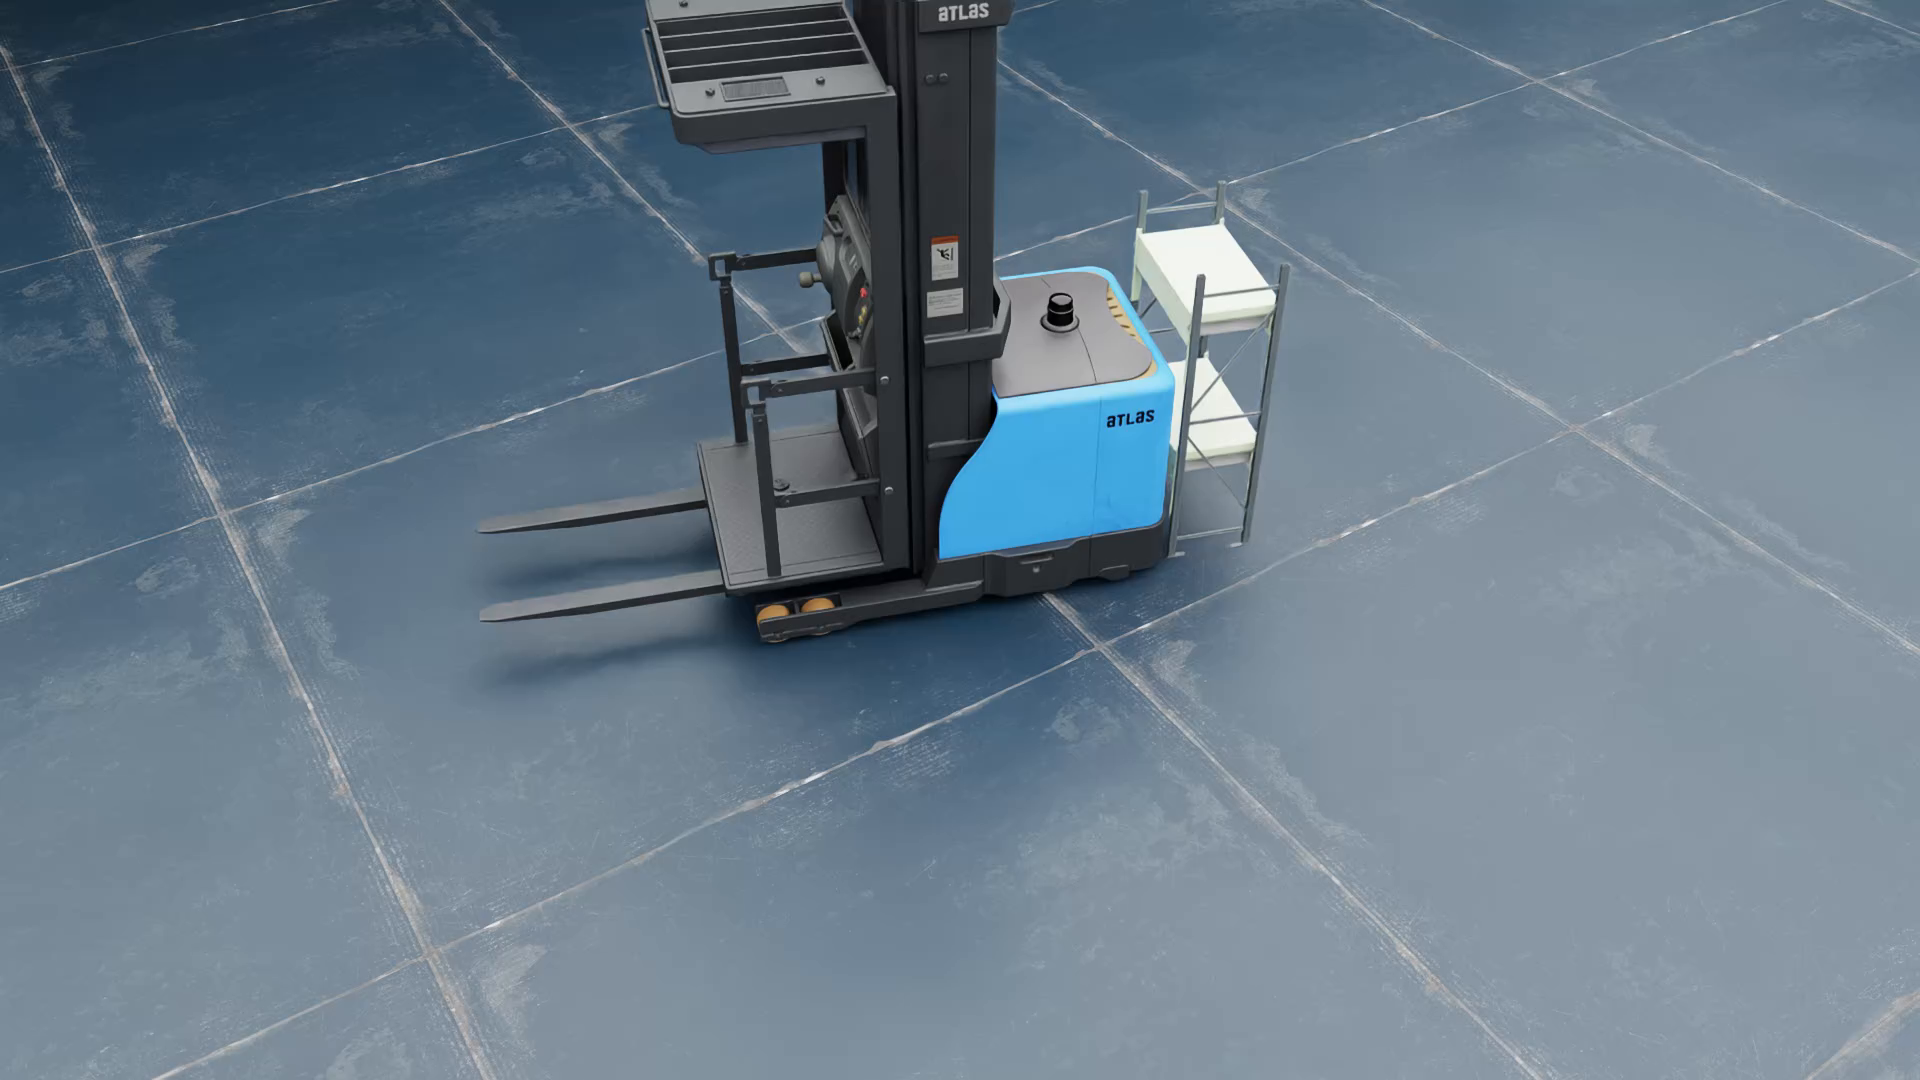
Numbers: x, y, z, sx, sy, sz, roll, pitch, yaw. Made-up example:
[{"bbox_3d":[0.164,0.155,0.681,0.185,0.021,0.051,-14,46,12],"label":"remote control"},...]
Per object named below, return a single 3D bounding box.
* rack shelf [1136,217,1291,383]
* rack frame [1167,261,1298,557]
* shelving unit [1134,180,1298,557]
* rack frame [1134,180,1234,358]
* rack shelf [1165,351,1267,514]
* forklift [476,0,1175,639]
[{"bbox_3d":[1.097,-1.063,7.297,0.431,0.370,0.720,-8,40,-12],"label":"rack shelf"},{"bbox_3d":[1.175,-0.535,7.272,0.400,1.500,0.023,-8,40,-12],"label":"rack frame"},{"bbox_3d":[1.087,-0.762,7.545,0.431,1.500,0.755,-8,40,-12],"label":"shelving unit"},{"bbox_3d":[0.999,-0.990,7.818,0.400,1.500,0.023,-8,40,-12],"label":"rack frame"},{"bbox_3d":[1.079,-0.511,7.752,0.431,0.370,0.720,-8,40,-12],"label":"rack shelf"},{"bbox_3d":[-0.654,-1.063,6.796,3.031,2.935,1.130,-8,40,-9],"label":"forklift"}]
